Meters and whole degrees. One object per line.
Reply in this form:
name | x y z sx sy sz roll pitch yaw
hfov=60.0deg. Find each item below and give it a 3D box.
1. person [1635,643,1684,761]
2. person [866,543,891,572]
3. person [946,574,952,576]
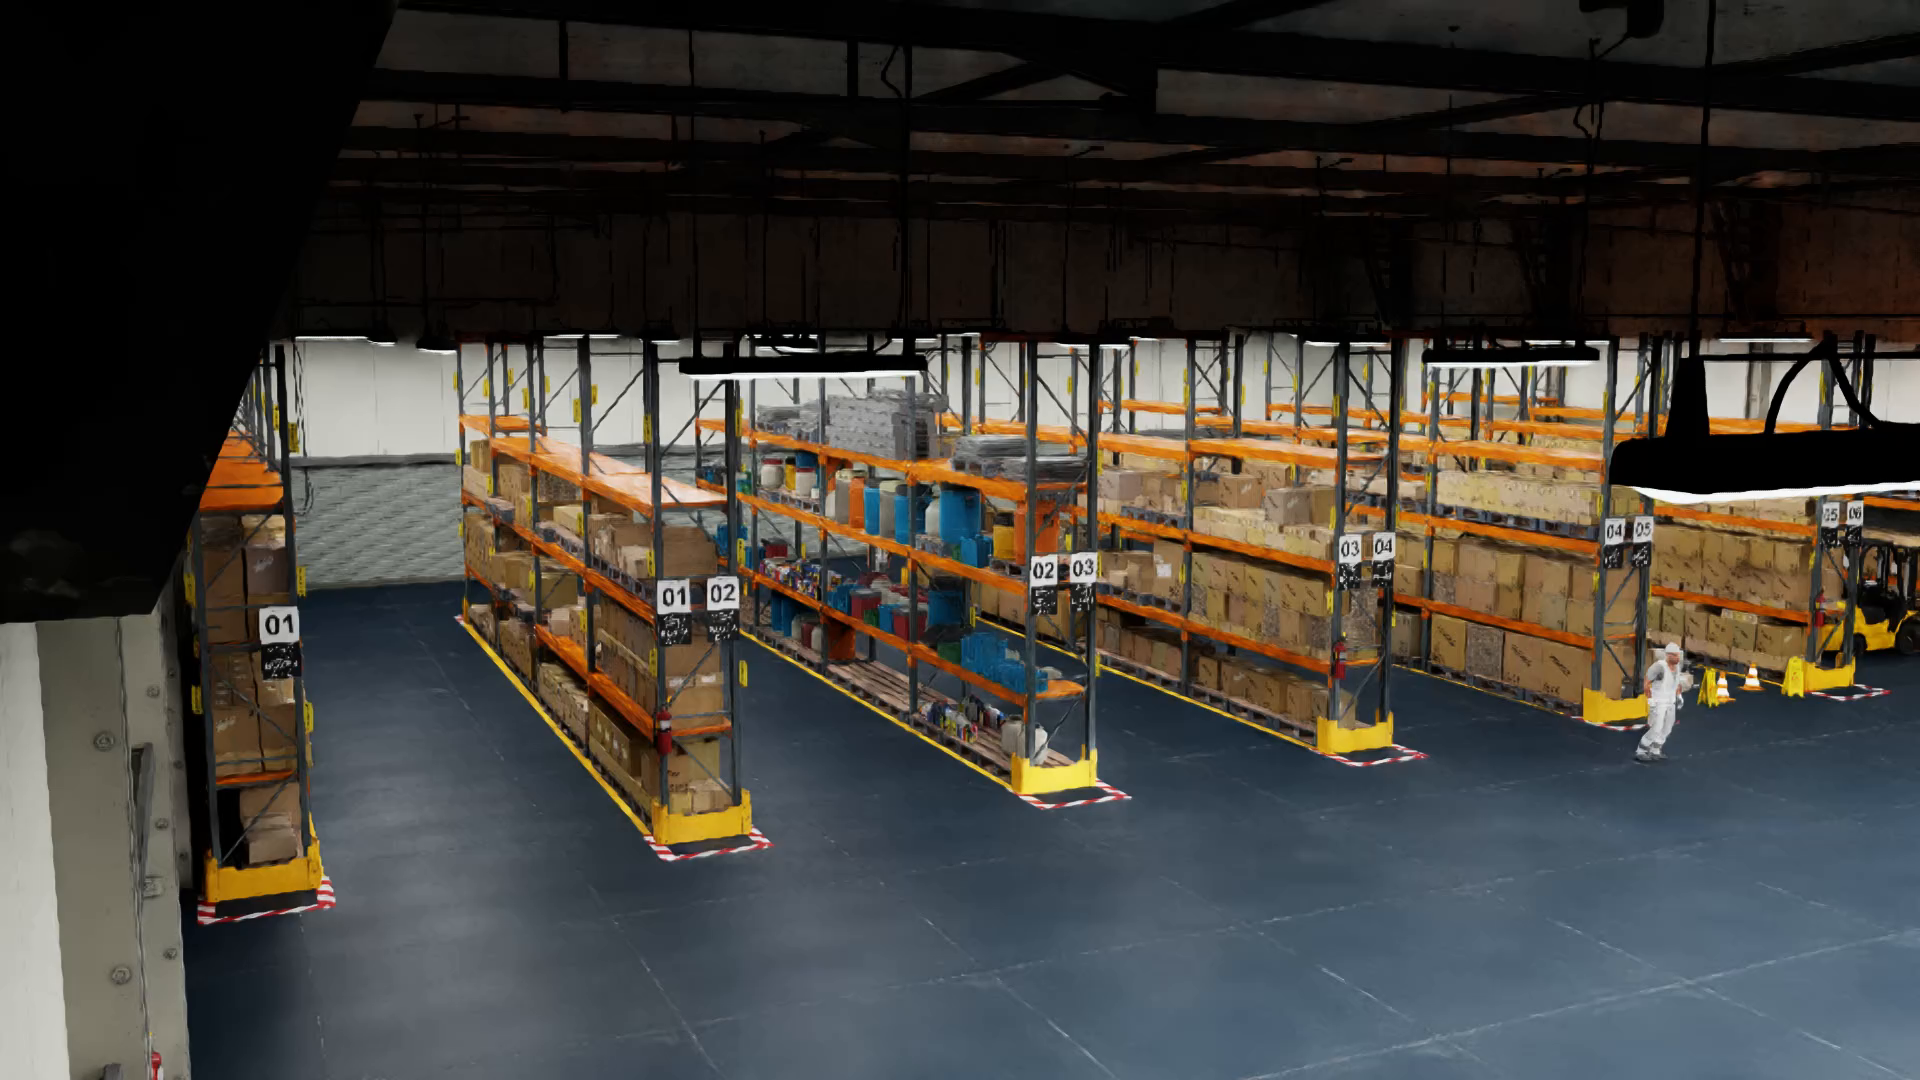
person | 9.986 2.301 23.630 0.677 1.742 0.551 -4 9 -26
person | -1.789 0.435 37.482 0.540 1.676 1.130 -4 9 -26
person | -0.263 1.383 31.152 0.566 1.541 0.519 -4 9 -26
